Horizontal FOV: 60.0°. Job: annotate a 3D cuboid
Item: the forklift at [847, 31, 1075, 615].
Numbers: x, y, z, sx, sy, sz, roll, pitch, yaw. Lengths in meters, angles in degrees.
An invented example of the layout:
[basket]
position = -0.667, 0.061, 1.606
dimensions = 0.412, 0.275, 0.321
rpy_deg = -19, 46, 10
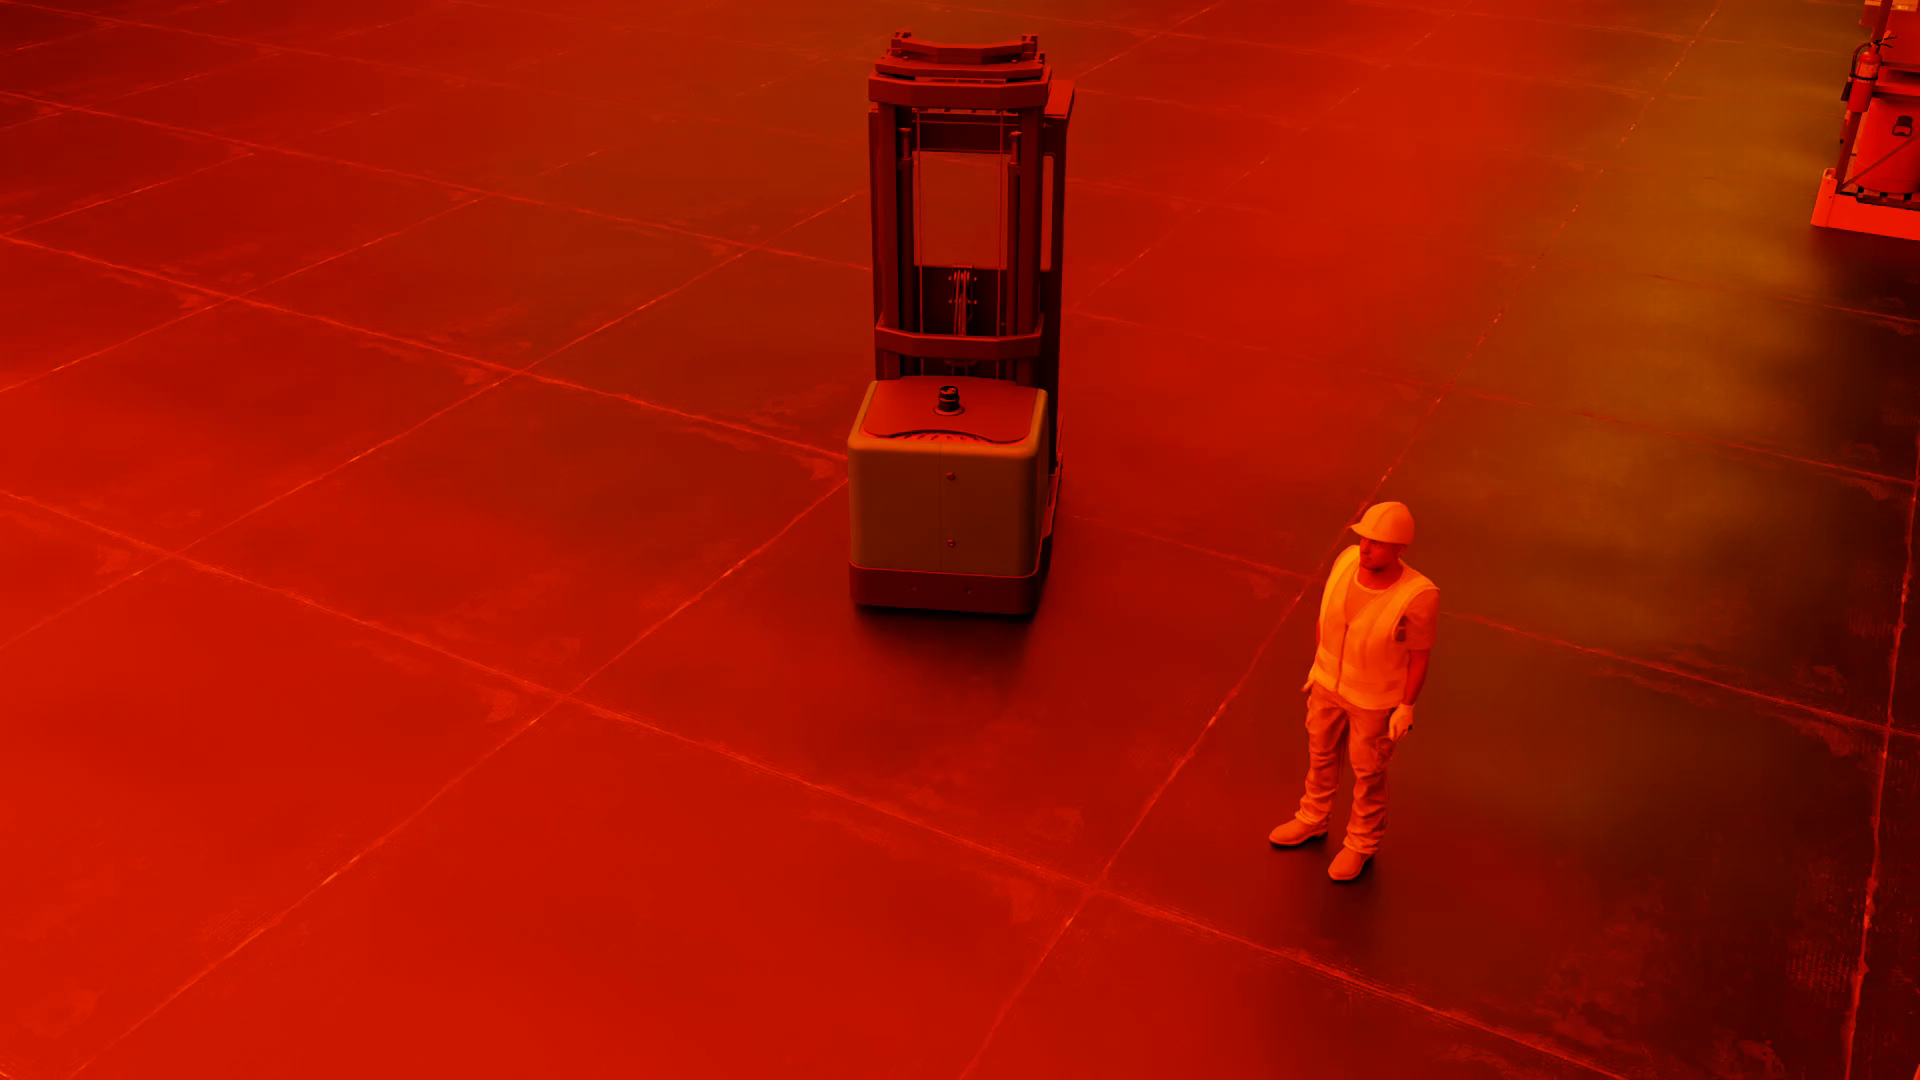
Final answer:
[forklift]
position = 0.072, -1.572, 9.794
dimensions = 1.130, 2.935, 3.031
rpy_deg = 3, 30, 6

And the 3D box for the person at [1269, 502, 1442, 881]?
[person]
position = 1.701, 0.641, 7.106
dimensions = 0.386, 1.790, 0.536
rpy_deg = -23, 37, -34
